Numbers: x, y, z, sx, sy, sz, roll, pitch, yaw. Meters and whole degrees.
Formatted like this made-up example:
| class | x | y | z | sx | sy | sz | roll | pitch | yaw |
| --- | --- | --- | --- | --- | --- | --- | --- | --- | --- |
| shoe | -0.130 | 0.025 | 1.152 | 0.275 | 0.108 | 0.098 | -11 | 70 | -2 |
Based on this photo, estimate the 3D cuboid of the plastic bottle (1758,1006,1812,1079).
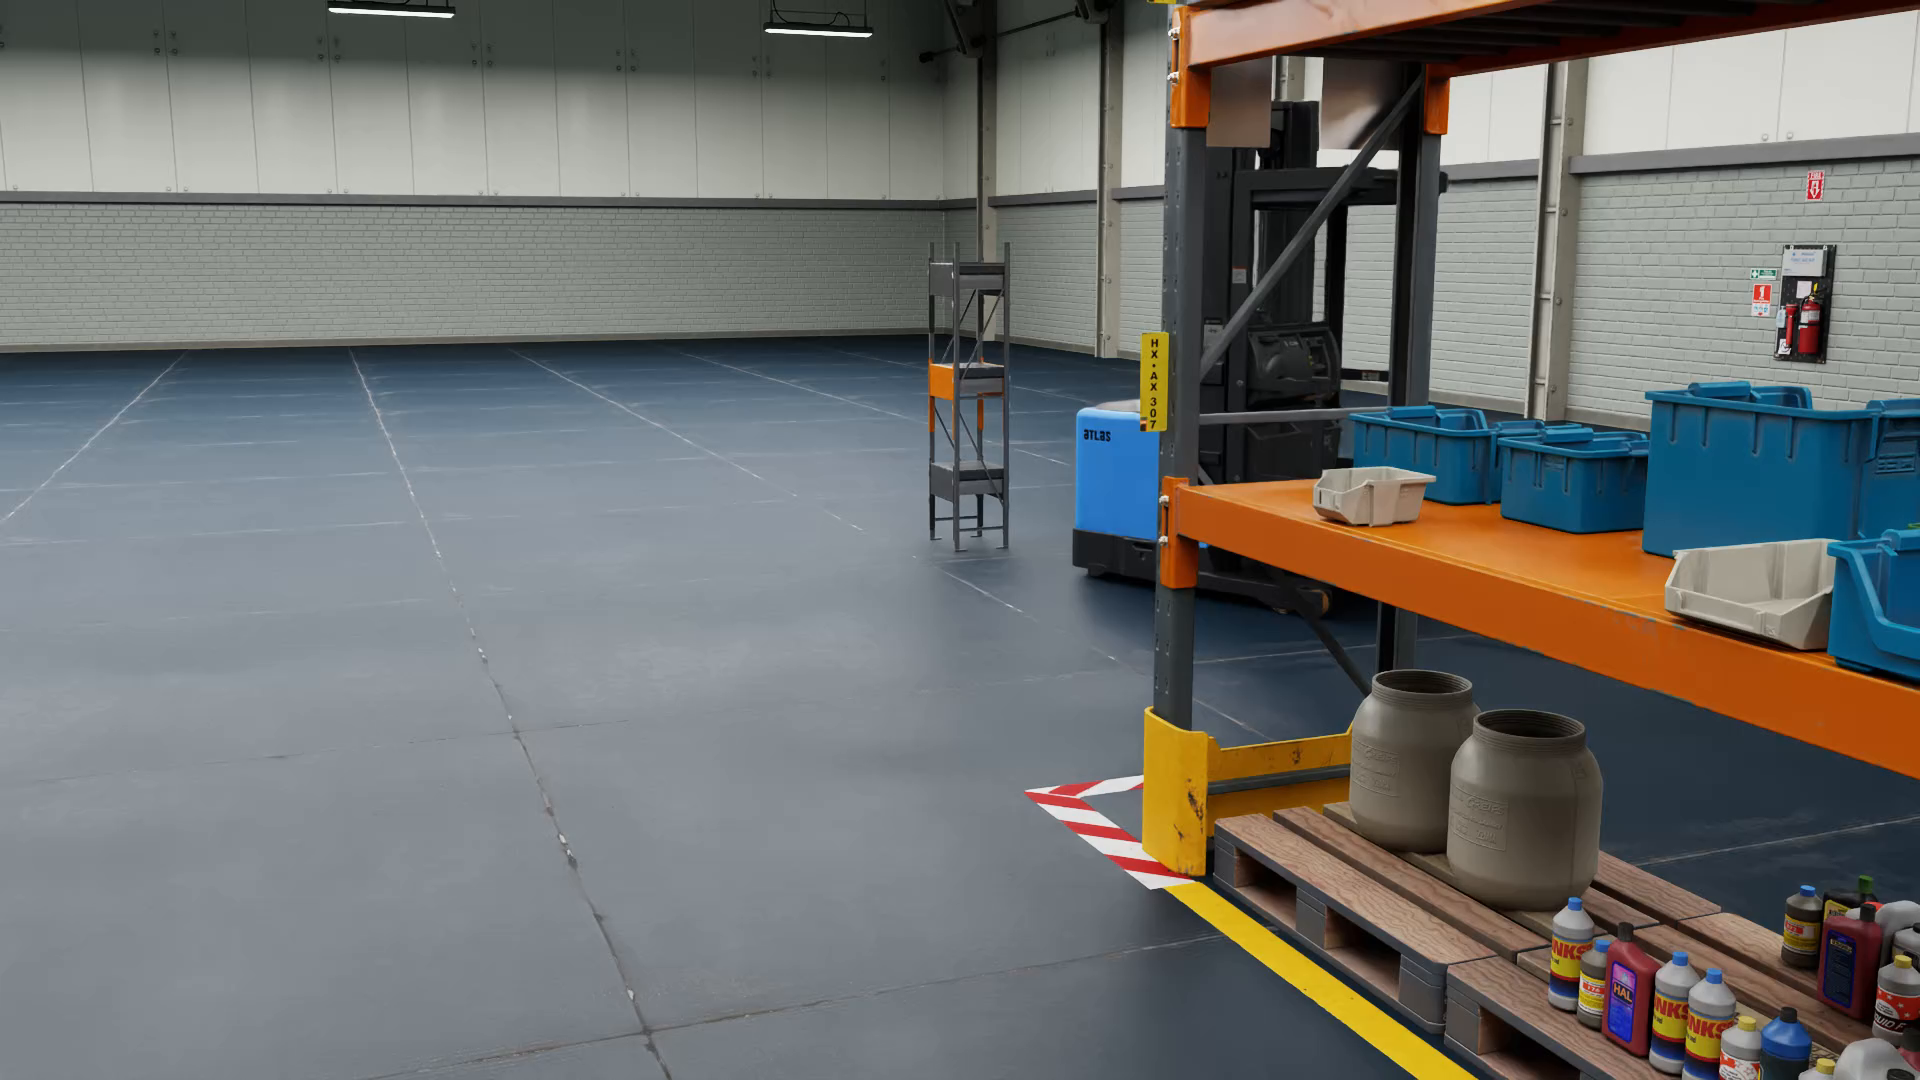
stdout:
| class | x | y | z | sx | sy | sz | roll | pitch | yaw |
| --- | --- | --- | --- | --- | --- | --- | --- | --- | --- |
| plastic bottle | 1.756 | 1.128 | 3.546 | 0.097 | 0.271 | 0.097 | 0 | 10 | 0 |

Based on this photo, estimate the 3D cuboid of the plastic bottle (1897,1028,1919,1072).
| class | x | y | z | sx | sy | sz | roll | pitch | yaw |
| --- | --- | --- | --- | --- | --- | --- | --- | --- | --- |
| plastic bottle | 1.961 | 1.150 | 3.391 | 0.061 | 0.283 | 0.133 | -4 | 11 | -21 |

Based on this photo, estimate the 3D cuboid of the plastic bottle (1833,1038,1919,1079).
| class | x | y | z | sx | sy | sz | roll | pitch | yaw |
| --- | --- | --- | --- | --- | --- | --- | --- | --- | --- |
| plastic bottle | 1.861 | 1.160 | 3.353 | 0.152 | 0.276 | 0.135 | -4 | 11 | -20 |

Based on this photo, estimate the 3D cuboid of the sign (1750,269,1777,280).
| class | x | y | z | sx | sy | sz | roll | pitch | yaw |
| --- | --- | --- | --- | --- | --- | --- | --- | --- | --- |
| sign | 8.304 | -2.748 | 17.187 | 0.001 | 0.109 | 0.331 | -4 | 11 | -21 |

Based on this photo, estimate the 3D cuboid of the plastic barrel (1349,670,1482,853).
| class | x | y | z | sx | sy | sz | roll | pitch | yaw |
| --- | --- | --- | --- | --- | --- | --- | --- | --- | --- |
| plastic barrel | 1.465 | 0.701 | 5.317 | 0.421 | 0.512 | 0.421 | 0 | 10 | 0 |

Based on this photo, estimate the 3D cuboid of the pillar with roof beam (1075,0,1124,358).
| class | x | y | z | sx | sy | sz | roll | pitch | yaw |
| --- | --- | --- | --- | --- | --- | --- | --- | --- | --- |
| pillar with roof beam | -1.260 | -7.587 | 28.875 | 9.100 | 9.000 | 0.548 | -4 | 11 | -21 |

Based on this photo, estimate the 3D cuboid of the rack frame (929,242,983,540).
| class | x | y | z | sx | sy | sz | roll | pitch | yaw |
| --- | --- | --- | --- | --- | --- | --- | --- | --- | --- |
| rack frame | -0.028 | -1.047 | 11.808 | 0.400 | 2.100 | 0.015 | -4 | 11 | -21 |

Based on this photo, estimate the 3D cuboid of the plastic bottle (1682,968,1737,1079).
| class | x | y | z | sx | sy | sz | roll | pitch | yaw |
| --- | --- | --- | --- | --- | --- | --- | --- | --- | --- |
| plastic bottle | 1.683 | 1.095 | 3.731 | 0.097 | 0.271 | 0.097 | 0 | 10 | 0 |

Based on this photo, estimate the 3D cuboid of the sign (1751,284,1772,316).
| class | x | y | z | sx | sy | sz | roll | pitch | yaw |
| --- | --- | --- | --- | --- | --- | --- | --- | --- | --- |
| sign | 8.311 | -2.488 | 17.241 | 0.001 | 0.329 | 0.234 | -4 | 11 | -21 |

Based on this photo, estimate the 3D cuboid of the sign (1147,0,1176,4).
| class | x | y | z | sx | sy | sz | roll | pitch | yaw |
| --- | --- | --- | --- | --- | --- | --- | --- | --- | --- |
| sign | 0.641 | -1.866 | 5.257 | 0.100 | 0.325 | 0.005 | -4 | 11 | -21 |

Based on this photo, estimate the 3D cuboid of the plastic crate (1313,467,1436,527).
| class | x | y | z | sx | sy | sz | roll | pitch | yaw |
| --- | --- | --- | --- | --- | --- | --- | --- | --- | --- |
| plastic crate | 1.180 | -0.123 | 4.799 | 0.298 | 0.136 | 0.250 | -4 | 11 | -21 |

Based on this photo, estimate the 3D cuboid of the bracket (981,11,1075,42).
| class | x | y | z | sx | sy | sz | roll | pitch | yaw |
| --- | --- | --- | --- | --- | --- | --- | --- | --- | --- |
| bracket | 1.331 | -10.100 | 32.730 | 0.076 | 0.066 | 4.783 | -4 | 11 | -21 |

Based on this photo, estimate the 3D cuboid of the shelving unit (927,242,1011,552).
| class | x | y | z | sx | sy | sz | roll | pitch | yaw |
| --- | --- | --- | --- | --- | --- | --- | --- | --- | --- |
| shelving unit | 0.060 | -1.007 | 11.584 | 0.431 | 2.100 | 0.503 | -4 | 11 | -21 |

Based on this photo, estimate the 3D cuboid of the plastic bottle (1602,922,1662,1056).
| class | x | y | z | sx | sy | sz | roll | pitch | yaw |
| --- | --- | --- | --- | --- | --- | --- | --- | --- | --- |
| plastic bottle | 1.587 | 1.055 | 3.923 | 0.061 | 0.283 | 0.133 | -4 | 11 | -20 |

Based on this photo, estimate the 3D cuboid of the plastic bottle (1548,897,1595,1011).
| class | x | y | z | sx | sy | sz | roll | pitch | yaw |
| --- | --- | --- | --- | --- | --- | --- | --- | --- | --- |
| plastic bottle | 1.522 | 1.023 | 4.138 | 0.097 | 0.271 | 0.097 | 0 | 10 | 0 |

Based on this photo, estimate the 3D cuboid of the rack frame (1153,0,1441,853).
| class | x | y | z | sx | sy | sz | roll | pitch | yaw |
| --- | --- | --- | --- | --- | --- | --- | --- | --- | --- |
| rack frame | 1.156 | -0.419 | 5.712 | 1.000 | 3.000 | 0.127 | -4 | 11 | -21 |

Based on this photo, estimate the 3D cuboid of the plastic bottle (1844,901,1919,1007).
| class | x | y | z | sx | sy | sz | roll | pitch | yaw |
| --- | --- | --- | --- | --- | --- | --- | --- | --- | --- |
| plastic bottle | 2.296 | 1.020 | 4.142 | 0.152 | 0.276 | 0.135 | -4 | 11 | -20 |

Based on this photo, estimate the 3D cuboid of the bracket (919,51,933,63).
| class | x | y | z | sx | sy | sz | roll | pitch | yaw |
| --- | --- | --- | --- | --- | --- | --- | --- | --- | --- |
| bracket | -0.762 | -11.043 | 38.030 | 0.235 | 0.232 | 0.430 | -4 | 11 | -21 |

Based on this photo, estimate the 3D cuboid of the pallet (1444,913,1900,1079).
| class | x | y | z | sx | sy | sz | roll | pitch | yaw |
| --- | --- | --- | --- | --- | --- | --- | --- | --- | --- |
| pallet | 1.955 | 1.295 | 4.038 | 1.003 | 0.211 | 1.213 | -4 | 11 | -21 |

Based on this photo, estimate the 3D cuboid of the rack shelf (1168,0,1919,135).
| class | x | y | z | sx | sy | sz | roll | pitch | yaw |
| --- | --- | --- | --- | --- | --- | --- | --- | --- | --- |
| rack shelf | 1.881 | -1.215 | 3.677 | 1.077 | 0.370 | 4.000 | -4 | 11 | -21 |

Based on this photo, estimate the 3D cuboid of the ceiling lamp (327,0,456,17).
| class | x | y | z | sx | sy | sz | roll | pitch | yaw |
| --- | --- | --- | --- | --- | --- | --- | --- | --- | --- |
| ceiling lamp | -9.486 | -10.302 | 27.471 | 2.000 | 3.185 | 0.800 | -4 | 11 | -21 |

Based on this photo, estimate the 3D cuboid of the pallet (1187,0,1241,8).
| class | x | y | z | sx | sy | sz | roll | pitch | yaw |
| --- | --- | --- | --- | --- | --- | --- | --- | --- | --- |
| pallet | 1.364 | -1.662 | 4.672 | 1.003 | 0.211 | 1.213 | -4 | 11 | -21 |

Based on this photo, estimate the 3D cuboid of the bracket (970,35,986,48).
| class | x | y | z | sx | sy | sz | roll | pitch | yaw |
| --- | --- | --- | --- | --- | --- | --- | --- | --- | --- |
| bracket | 0.398 | -10.521 | 35.094 | 0.235 | 0.232 | 0.430 | -4 | 11 | -21 |

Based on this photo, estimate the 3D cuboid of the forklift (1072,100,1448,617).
| class | x | y | z | sx | sy | sz | roll | pitch | yaw |
| --- | --- | --- | --- | --- | --- | --- | --- | --- | --- |
| forklift | 2.142 | -1.101 | 9.743 | 3.031 | 2.935 | 1.130 | 9 | 14 | 42 |

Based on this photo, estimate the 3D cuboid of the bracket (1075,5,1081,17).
| class | x | y | z | sx | sy | sz | roll | pitch | yaw |
| --- | --- | --- | --- | --- | --- | --- | --- | --- | --- |
| bracket | 2.271 | -9.677 | 30.350 | 0.235 | 0.232 | 0.430 | -4 | 11 | -21 |

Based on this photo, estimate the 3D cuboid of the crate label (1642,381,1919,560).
| class | x | y | z | sx | sy | sz | roll | pitch | yaw |
| --- | --- | --- | --- | --- | --- | --- | --- | --- | --- |
| crate label | 2.075 | -0.153 | 4.117 | 0.502 | 0.435 | 0.616 | -4 | 11 | -21 |

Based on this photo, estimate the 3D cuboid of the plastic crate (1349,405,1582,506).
| class | x | y | z | sx | sy | sz | roll | pitch | yaw |
| --- | --- | --- | --- | --- | --- | --- | --- | --- | --- |
| plastic crate | 1.616 | -0.283 | 5.373 | 0.499 | 0.251 | 0.616 | -4 | 11 | -21 |

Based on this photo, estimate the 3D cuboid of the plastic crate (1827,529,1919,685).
| class | x | y | z | sx | sy | sz | roll | pitch | yaw |
| --- | --- | --- | --- | --- | --- | --- | --- | --- | --- |
| plastic crate | 1.951 | 0.143 | 2.973 | 0.499 | 0.251 | 0.616 | -4 | 11 | -21 |

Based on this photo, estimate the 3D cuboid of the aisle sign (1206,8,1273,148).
| class | x | y | z | sx | sy | sz | roll | pitch | yaw |
| --- | --- | --- | --- | --- | --- | --- | --- | --- | --- |
| aisle sign | 0.857 | -1.692 | 5.446 | 0.394 | 0.787 | 0.004 | -4 | 11 | -21 |

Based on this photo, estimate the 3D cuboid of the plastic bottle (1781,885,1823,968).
| class | x | y | z | sx | sy | sz | roll | pitch | yaw |
| --- | --- | --- | --- | --- | --- | --- | --- | --- | --- |
| plastic bottle | 2.230 | 1.014 | 4.390 | 0.097 | 0.201 | 0.097 | 0 | 10 | 0 |

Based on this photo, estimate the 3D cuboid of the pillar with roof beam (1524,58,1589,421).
| class | x | y | z | sx | sy | sz | roll | pitch | yaw |
| --- | --- | --- | --- | --- | --- | --- | --- | --- | --- |
| pillar with roof beam | 3.088 | -5.628 | 17.863 | 9.100 | 9.000 | 0.400 | -4 | 11 | -21 |

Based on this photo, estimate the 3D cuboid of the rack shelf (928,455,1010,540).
| class | x | y | z | sx | sy | sz | roll | pitch | yaw |
| --- | --- | --- | --- | --- | --- | --- | --- | --- | --- |
| rack shelf | 0.060 | -0.304 | 11.709 | 0.431 | 0.518 | 0.480 | -4 | 11 | -21 |
